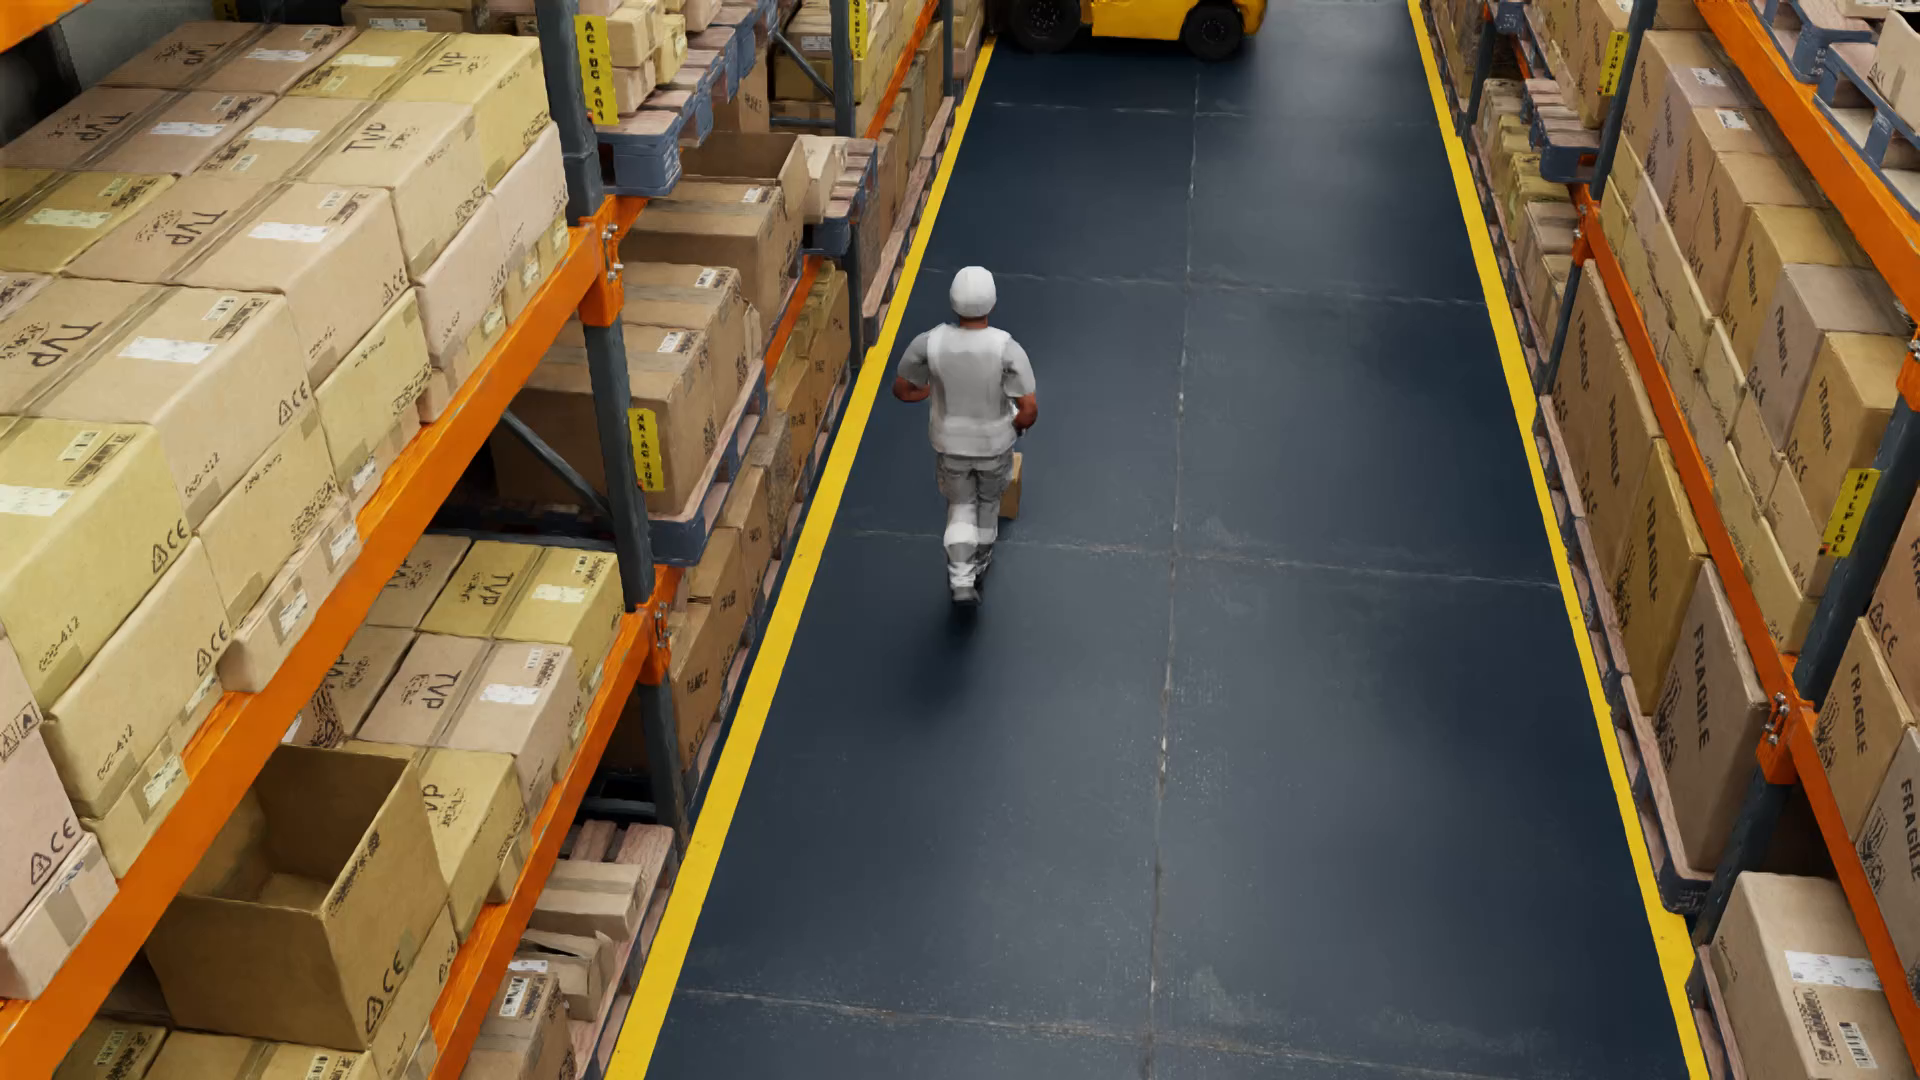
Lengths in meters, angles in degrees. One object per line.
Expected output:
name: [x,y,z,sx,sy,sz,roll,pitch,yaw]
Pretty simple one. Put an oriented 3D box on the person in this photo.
person: [0.037,-0.448,7.644,0.669,1.770,0.772,5,36,7]
